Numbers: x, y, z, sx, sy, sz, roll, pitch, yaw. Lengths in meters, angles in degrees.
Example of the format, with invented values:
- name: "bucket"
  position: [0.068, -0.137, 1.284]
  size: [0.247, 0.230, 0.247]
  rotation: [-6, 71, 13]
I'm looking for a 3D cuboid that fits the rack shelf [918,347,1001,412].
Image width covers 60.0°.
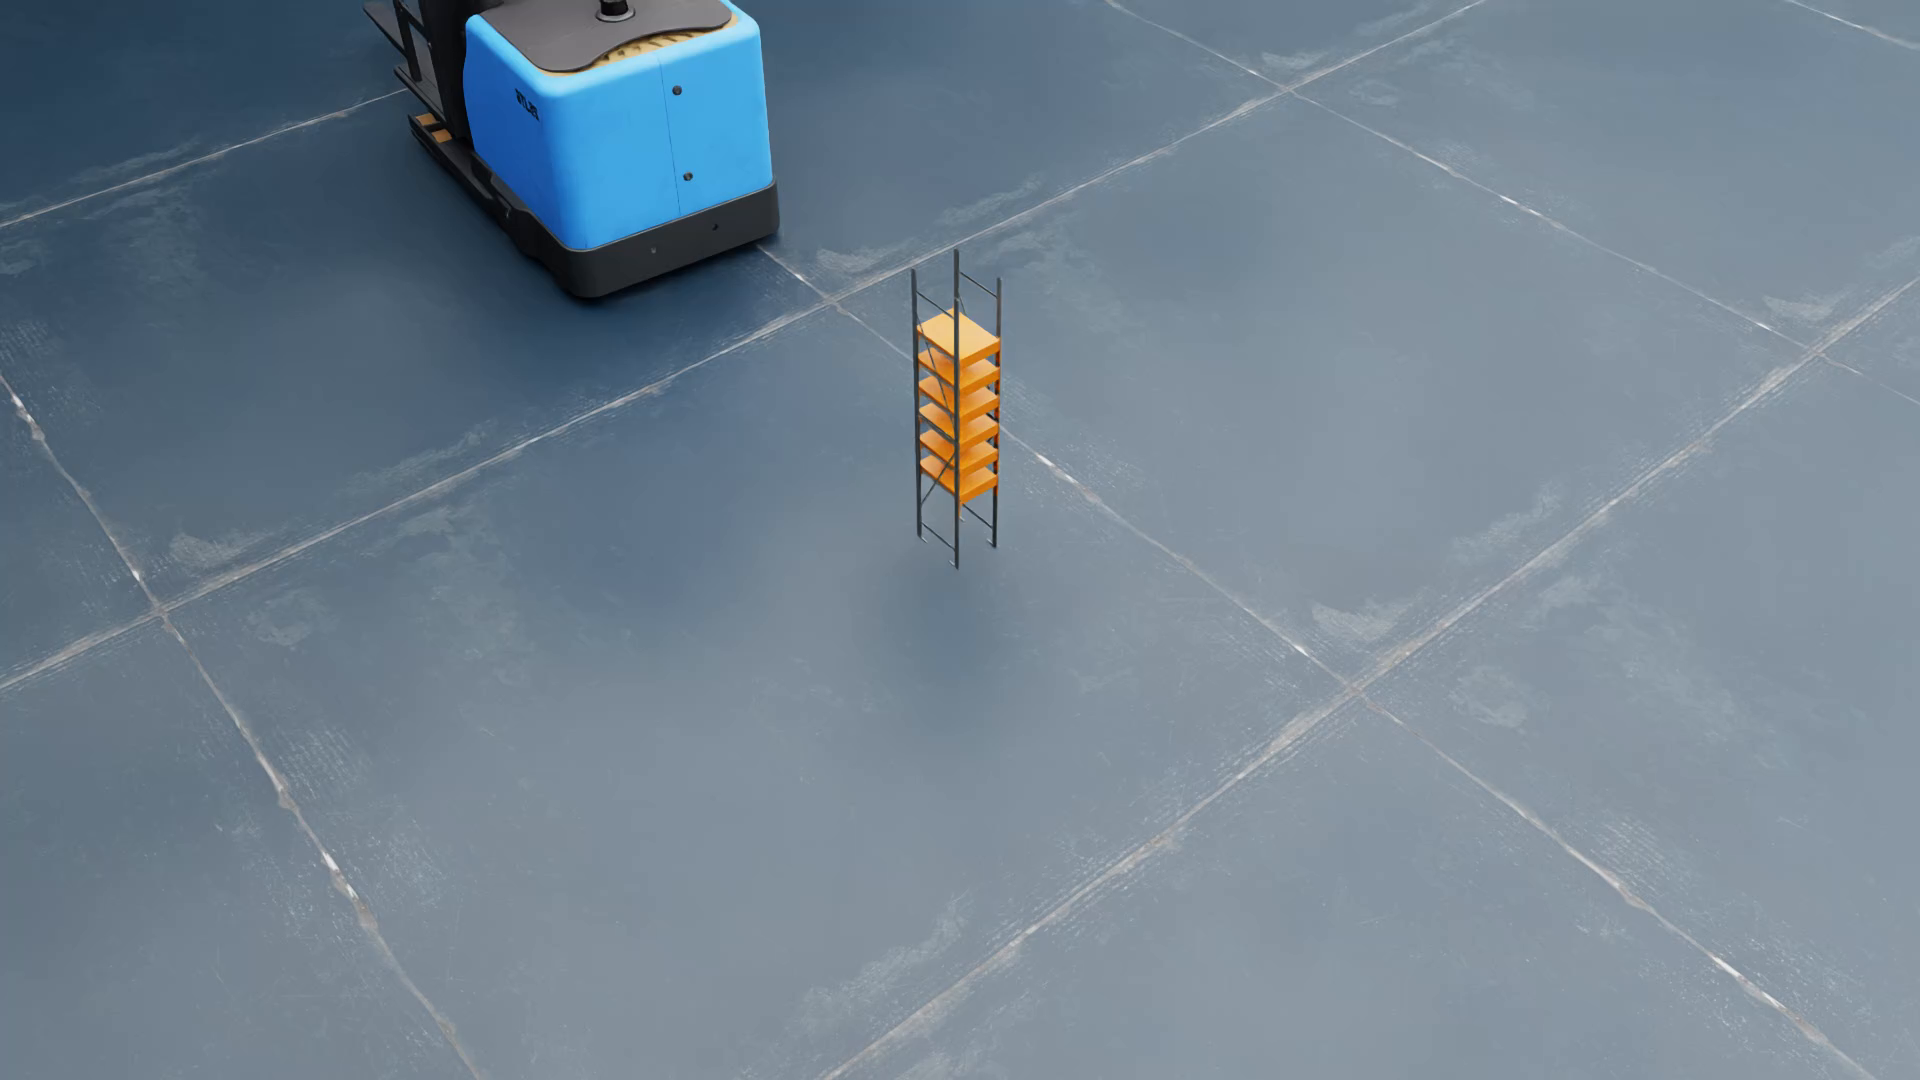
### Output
- name: "rack shelf"
  position: [-0.011, -0.574, 5.699]
  size: [0.180, 0.103, 0.258]
  rotation: [-30, 51, -28]

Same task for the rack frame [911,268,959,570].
- name: "rack frame"
  position: [-0.081, -0.391, 5.790]
  size: [0.006, 1.200, 0.240]
  rotation: [-30, 51, -28]

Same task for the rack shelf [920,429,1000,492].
- name: "rack shelf"
  position: [-0.011, -0.311, 5.945]
  size: [0.180, 0.103, 0.258]
  rotation: [-30, 51, -28]

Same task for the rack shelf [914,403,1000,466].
- name: "rack shelf"
  position: [-0.011, -0.399, 5.863]
  size: [0.180, 0.103, 0.258]
  rotation: [-30, 51, -28]

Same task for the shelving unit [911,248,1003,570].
- name: "shelving unit"
  position: [-0.011, -0.431, 5.832]
  size: [0.189, 1.200, 0.258]
  rotation: [-30, 51, -28]

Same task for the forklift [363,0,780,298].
- name: "forklift"
  position: [-2.093, -3.099, 7.409]
  size: [1.130, 2.935, 3.031]
  rotation: [-26, 49, -25]

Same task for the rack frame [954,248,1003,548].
- name: "rack frame"
  position: [0.059, -0.471, 5.875]
  size: [0.006, 1.200, 0.240]
  rotation: [-30, 51, -28]

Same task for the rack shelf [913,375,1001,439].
- name: "rack shelf"
  position: [-0.011, -0.486, 5.781]
  size: [0.180, 0.103, 0.258]
  rotation: [-30, 51, -28]

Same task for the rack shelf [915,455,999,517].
- name: "rack shelf"
  position: [-0.011, -0.224, 6.027]
  size: [0.180, 0.103, 0.258]
  rotation: [-30, 51, -28]

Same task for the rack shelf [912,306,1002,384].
- name: "rack shelf"
  position: [-0.011, -0.661, 5.616]
  size: [0.180, 0.103, 0.258]
  rotation: [-30, 51, -28]
